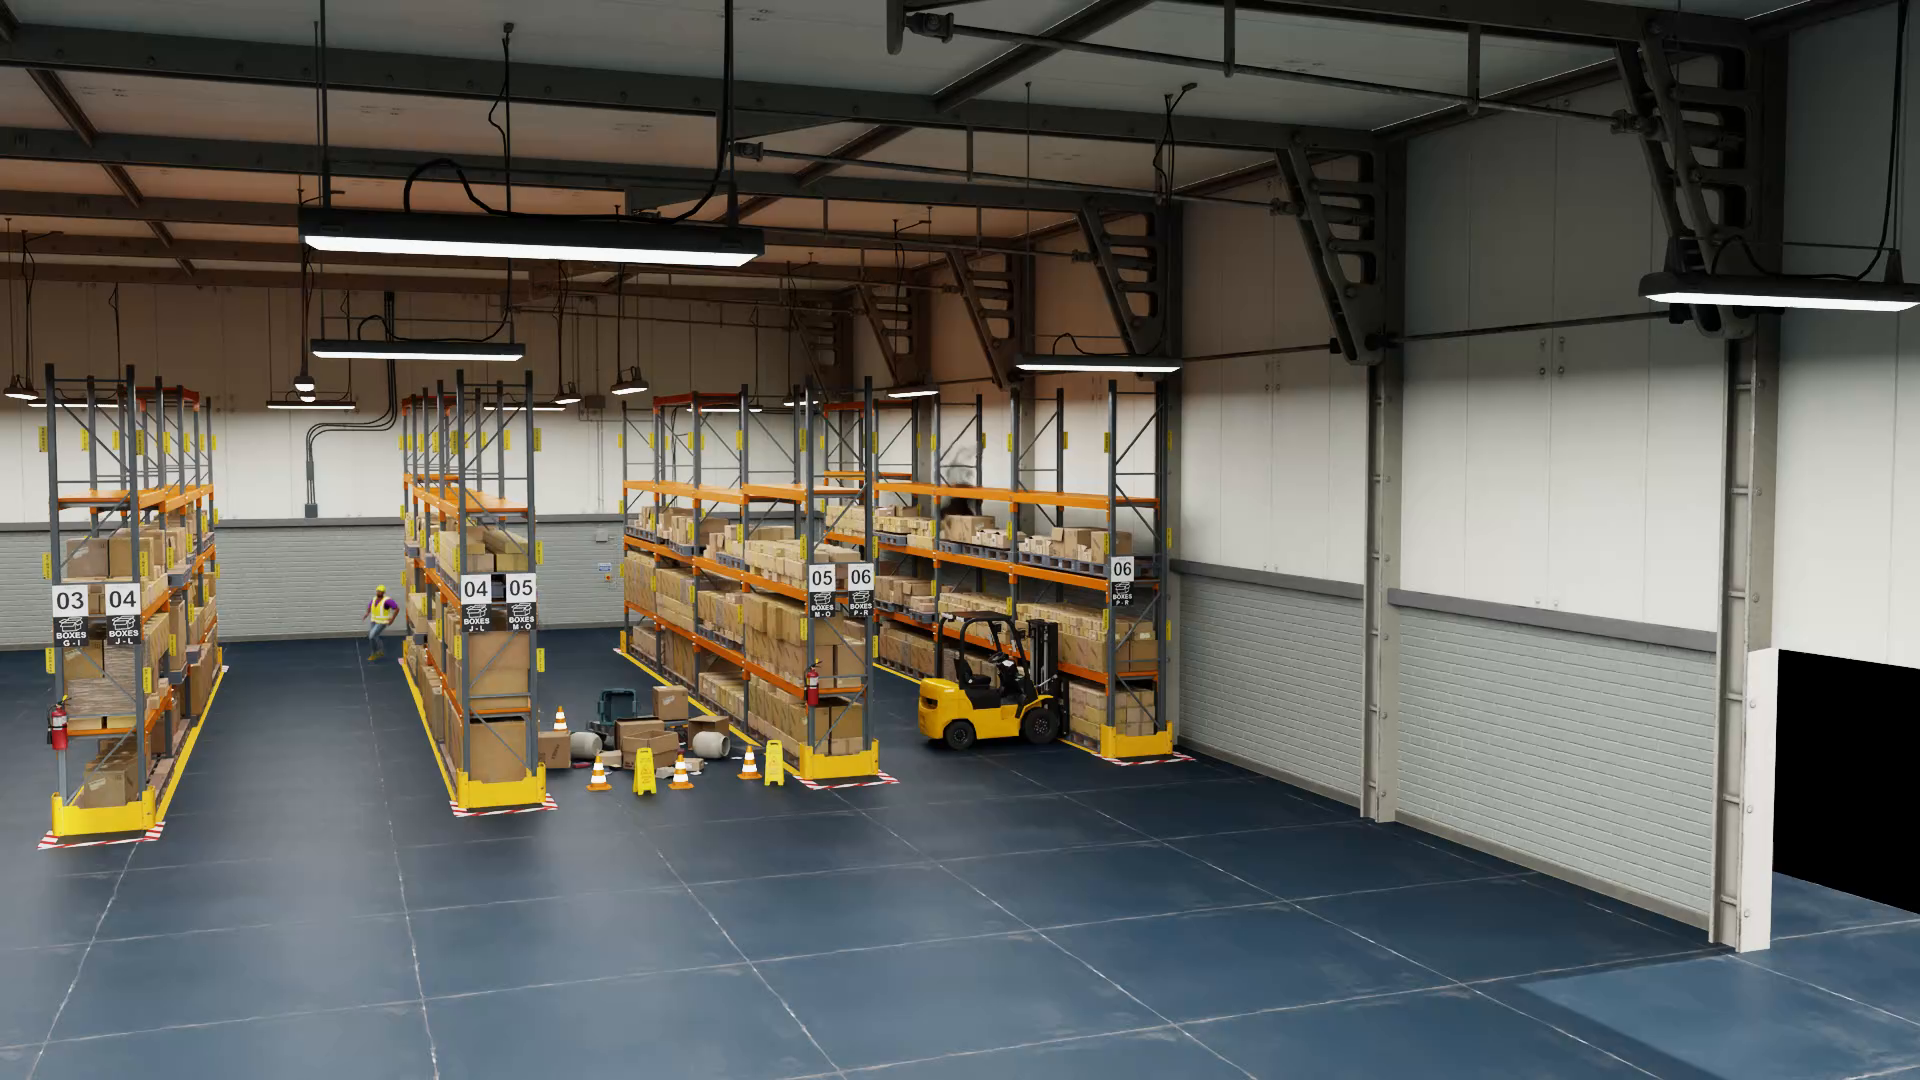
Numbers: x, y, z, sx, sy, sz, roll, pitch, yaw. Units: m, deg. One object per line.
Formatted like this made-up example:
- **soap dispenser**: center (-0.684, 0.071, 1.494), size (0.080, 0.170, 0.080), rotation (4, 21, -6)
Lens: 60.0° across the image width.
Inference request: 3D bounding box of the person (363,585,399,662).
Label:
- **person**: center (-13.327, 1.915, 38.176), size (0.763, 1.771, 0.670), rotation (2, 4, 28)
